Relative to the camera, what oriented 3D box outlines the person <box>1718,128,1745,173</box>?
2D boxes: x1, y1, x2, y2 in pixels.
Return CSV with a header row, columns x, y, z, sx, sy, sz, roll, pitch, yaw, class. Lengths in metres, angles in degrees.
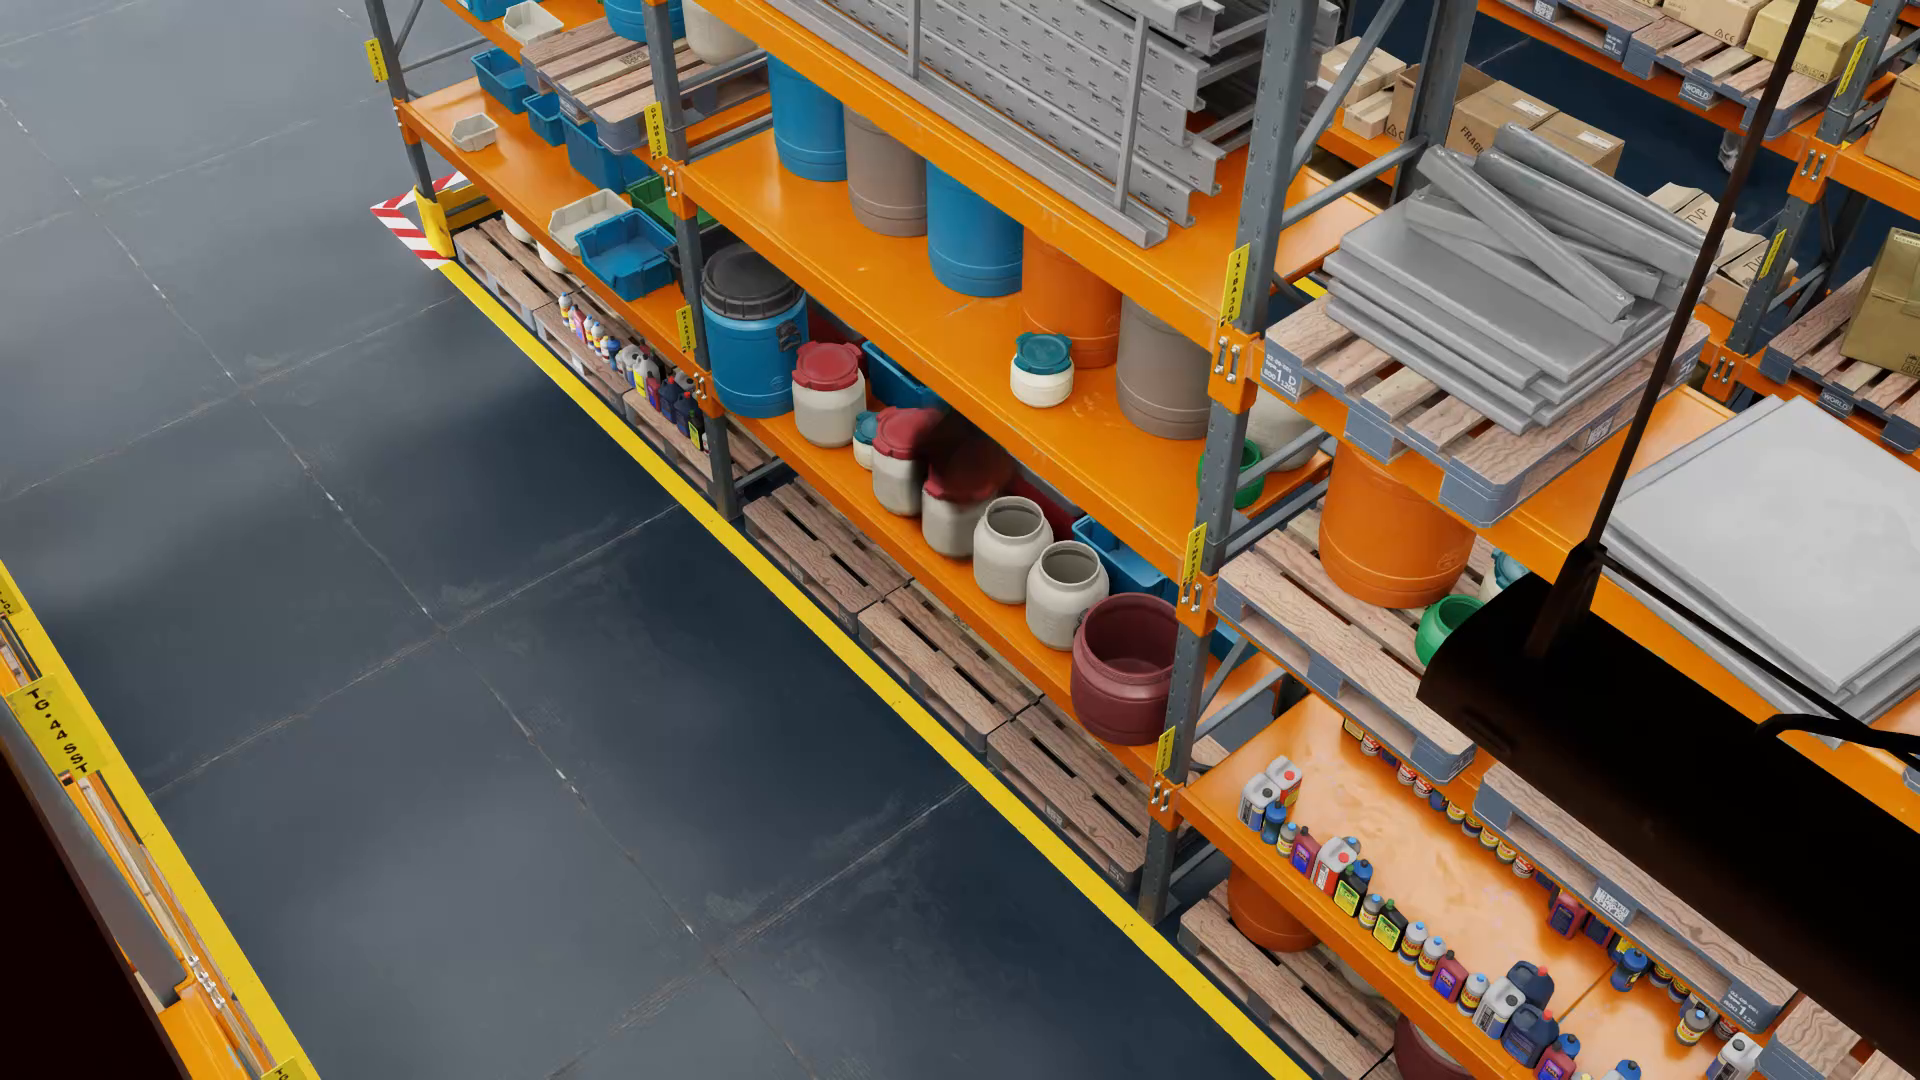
x,y,z,sx,sy,sz,roll,pitch,yaw,class
6.501,-3.790,13.338,0.526,1.768,0.481,-1,46,-1,person
